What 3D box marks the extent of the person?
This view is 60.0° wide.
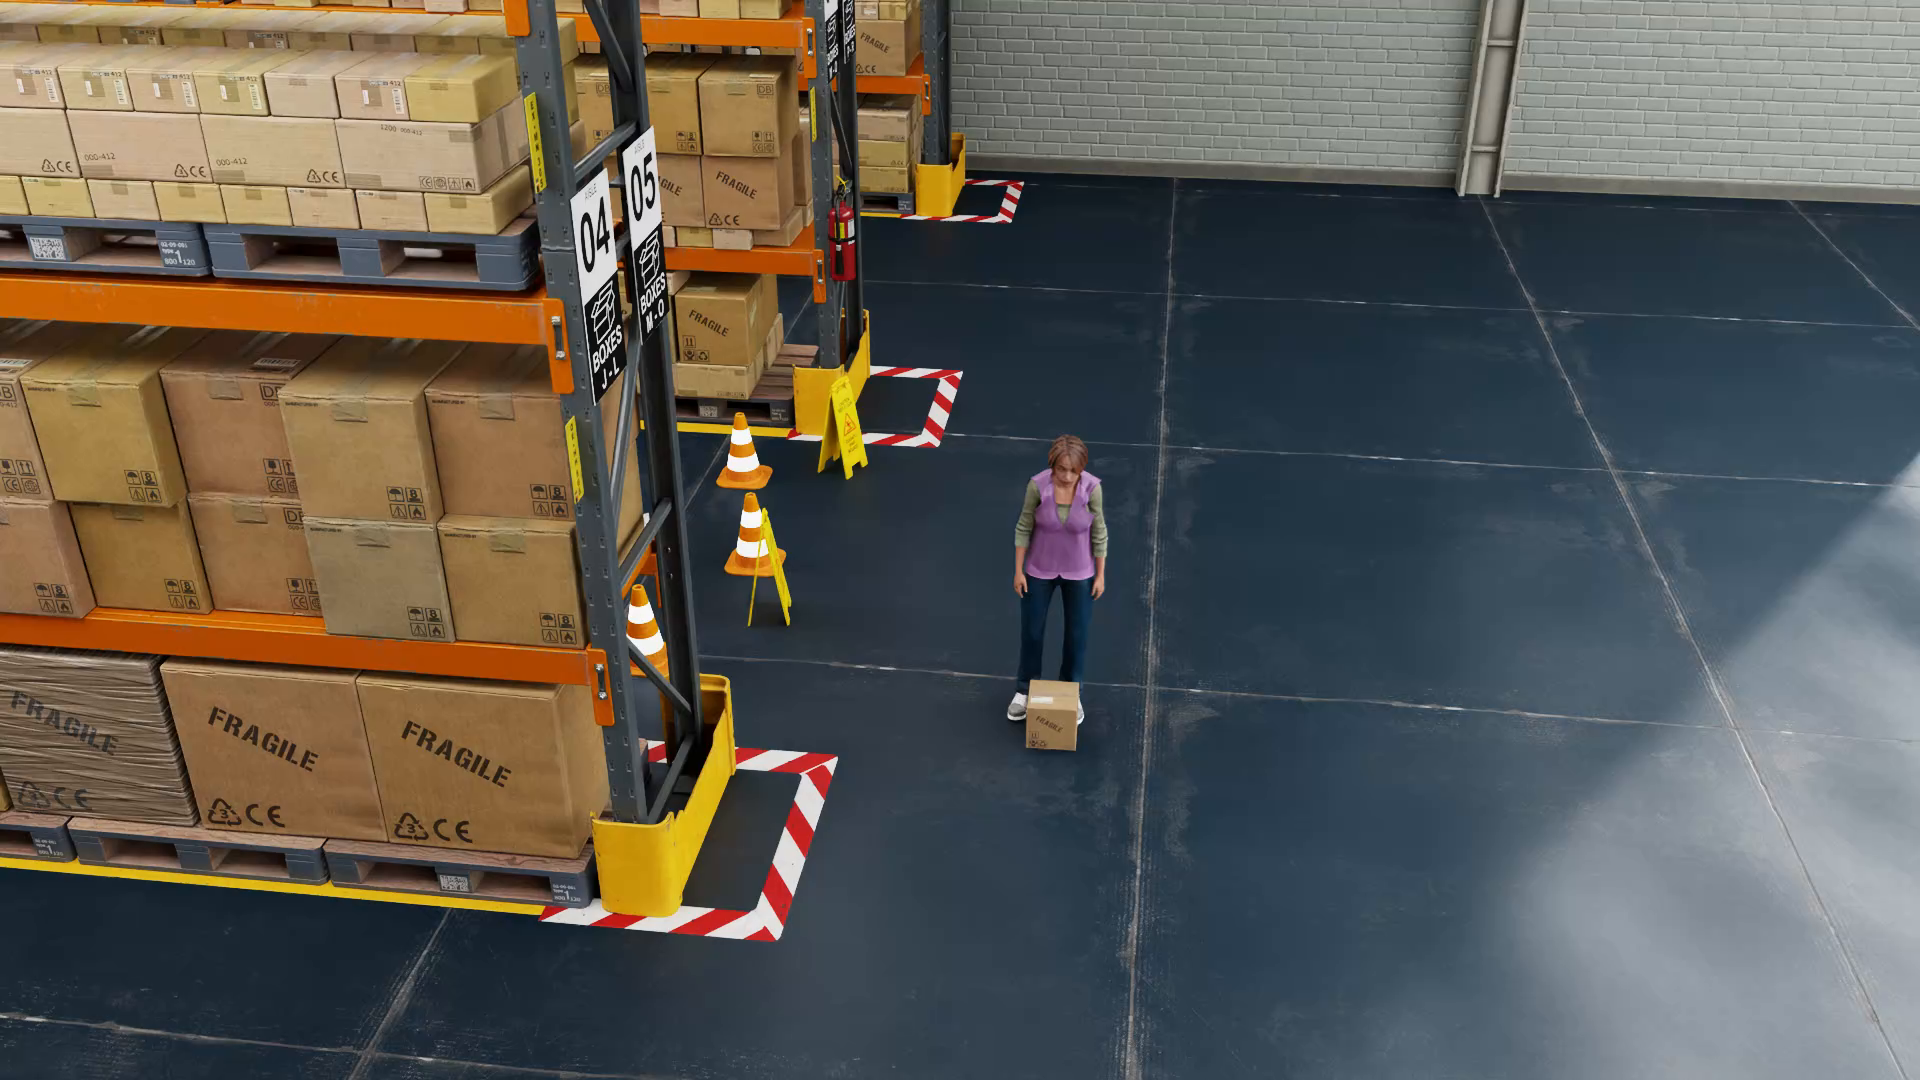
[{"bbox_3d":[0.504,0.227,8.364,0.461,1.326,0.291,2,29,3],"label":"person"}]
